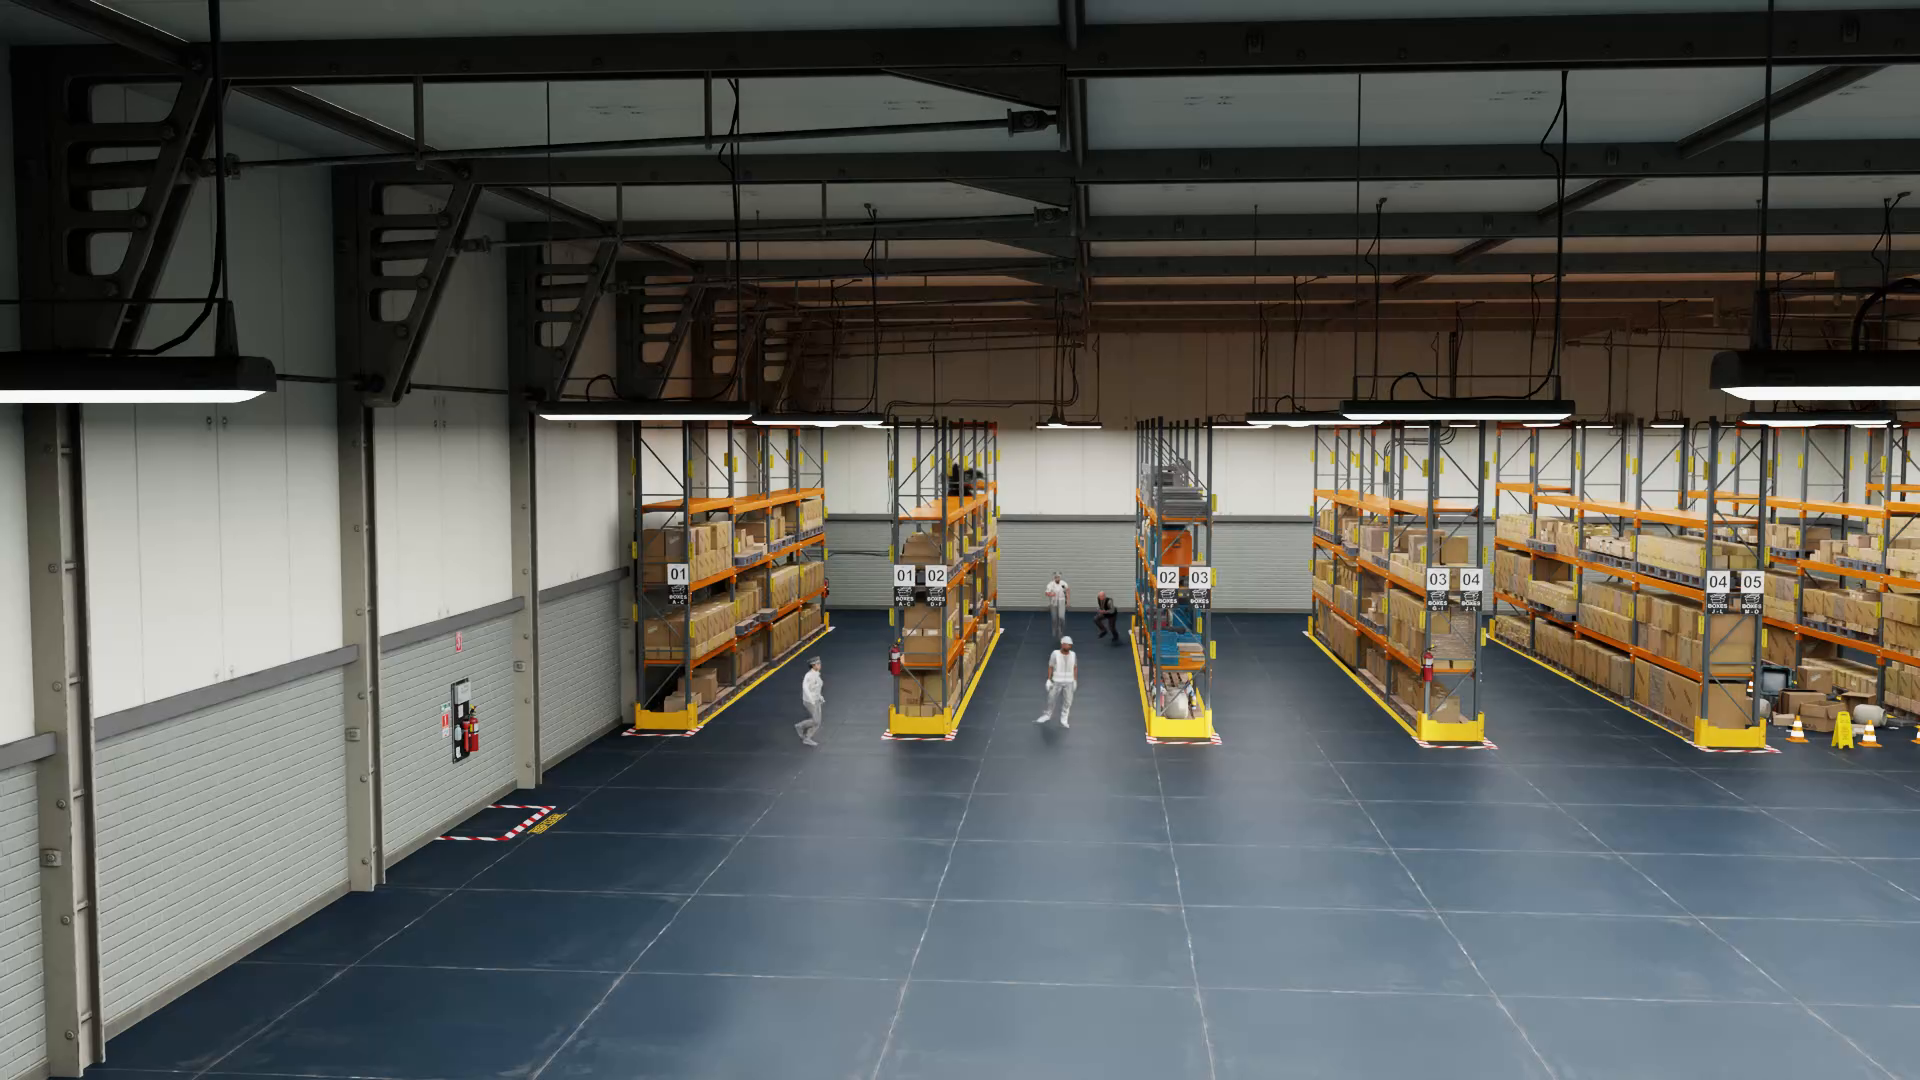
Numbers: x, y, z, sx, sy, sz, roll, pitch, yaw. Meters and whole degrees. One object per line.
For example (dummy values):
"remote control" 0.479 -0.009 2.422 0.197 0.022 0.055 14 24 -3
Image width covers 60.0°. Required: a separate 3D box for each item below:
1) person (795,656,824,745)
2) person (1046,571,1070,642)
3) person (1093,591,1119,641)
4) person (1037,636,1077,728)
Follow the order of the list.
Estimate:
"person" -2.753 2.932 30.406 0.480 1.633 0.614 1 4 22
"person" 2.593 1.749 44.156 0.640 1.852 0.864 0 4 3
"person" 4.006 2.051 44.615 0.665 1.442 1.151 3 5 38
"person" 1.885 2.707 32.128 0.756 1.699 0.523 -1 4 -11
